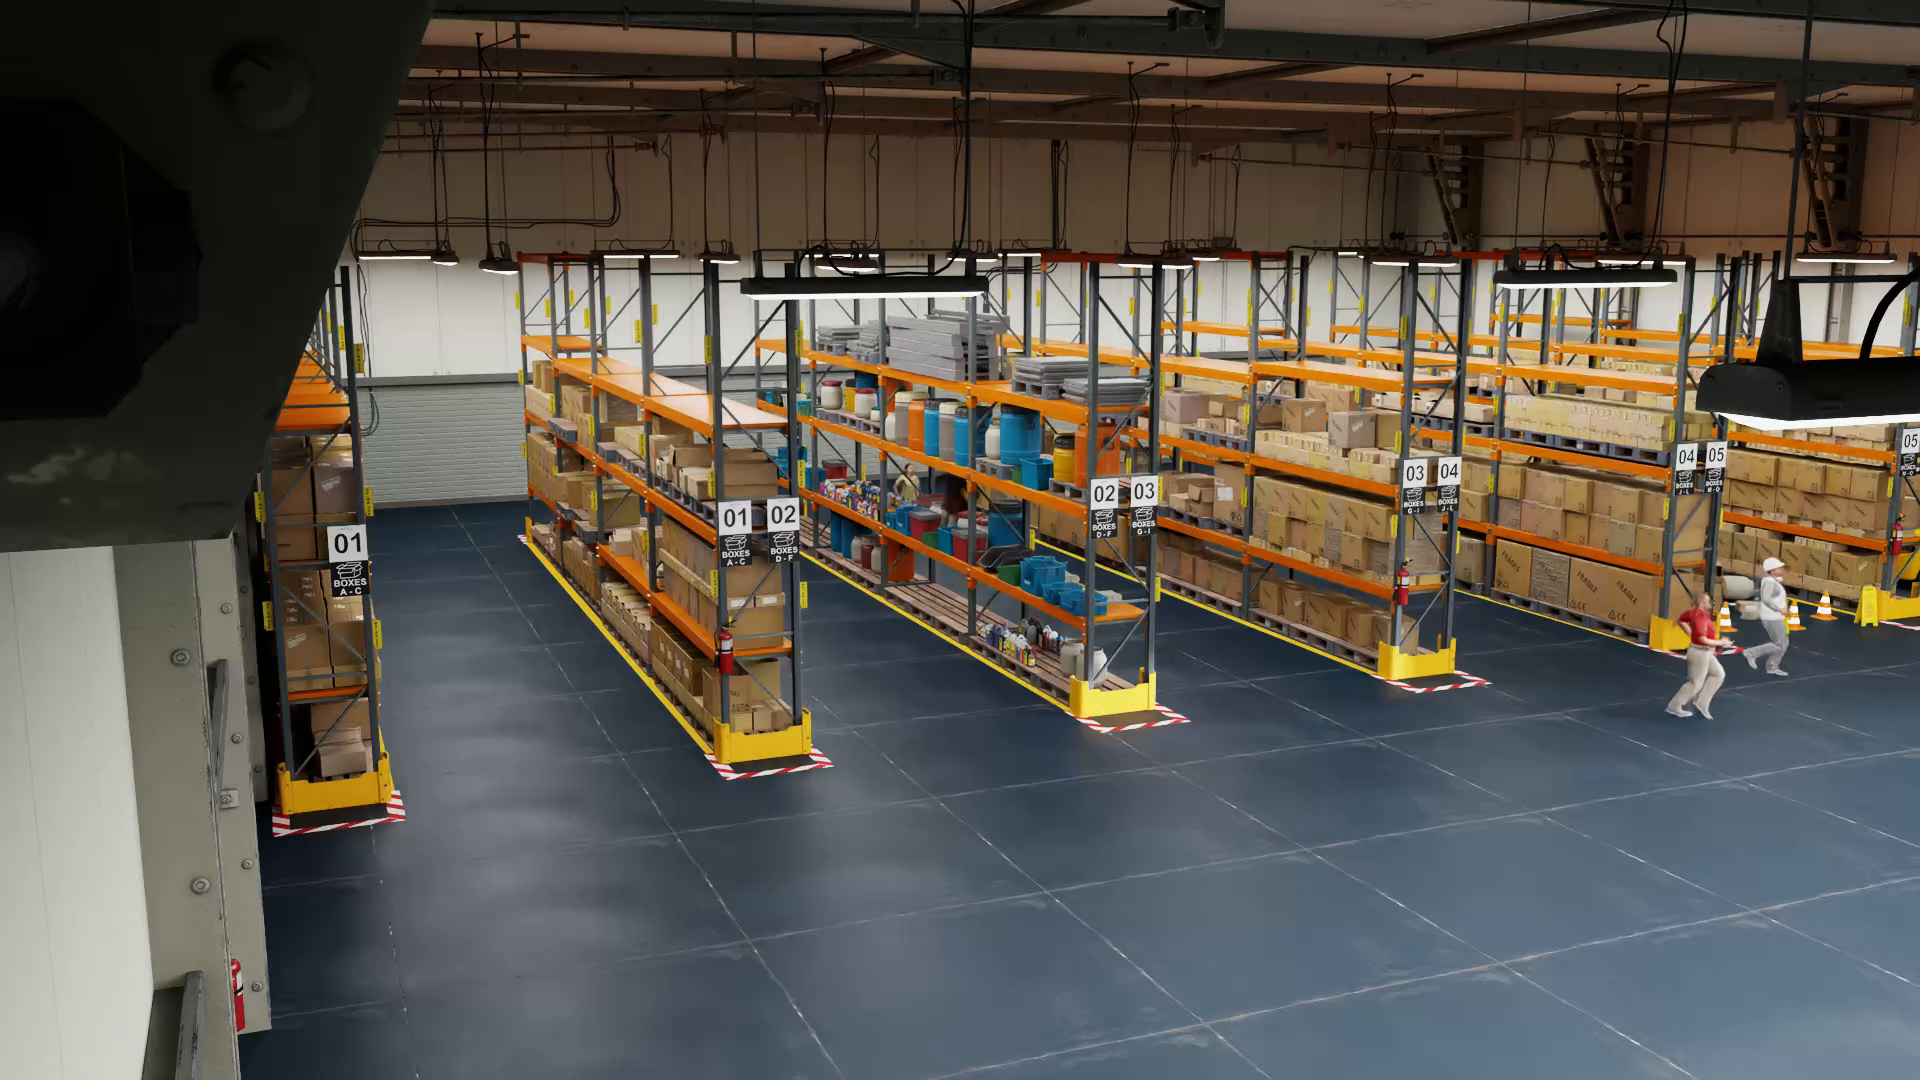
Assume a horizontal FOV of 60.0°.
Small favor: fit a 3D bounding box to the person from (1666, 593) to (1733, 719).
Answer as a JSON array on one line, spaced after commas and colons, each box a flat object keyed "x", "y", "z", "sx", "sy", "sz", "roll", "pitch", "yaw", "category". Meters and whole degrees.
[{"x": 9.782, "y": 1.548, "z": 21.970, "sx": 0.737, "sy": 1.754, "sz": 0.671, "roll": 4, "pitch": 11, "yaw": 20, "category": "person"}]

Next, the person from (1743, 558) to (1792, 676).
[{"x": 11.773, "y": 1.119, "z": 24.171, "sx": 0.633, "sy": 1.748, "sz": 0.676, "roll": 5, "pitch": 11, "yaw": 24, "category": "person"}]

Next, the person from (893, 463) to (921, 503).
[{"x": -1.067, "y": -0.820, "z": 35.030, "sx": 0.573, "sy": 1.616, "sz": 0.576, "roll": -6, "pitch": 12, "yaw": -32, "category": "person"}]
